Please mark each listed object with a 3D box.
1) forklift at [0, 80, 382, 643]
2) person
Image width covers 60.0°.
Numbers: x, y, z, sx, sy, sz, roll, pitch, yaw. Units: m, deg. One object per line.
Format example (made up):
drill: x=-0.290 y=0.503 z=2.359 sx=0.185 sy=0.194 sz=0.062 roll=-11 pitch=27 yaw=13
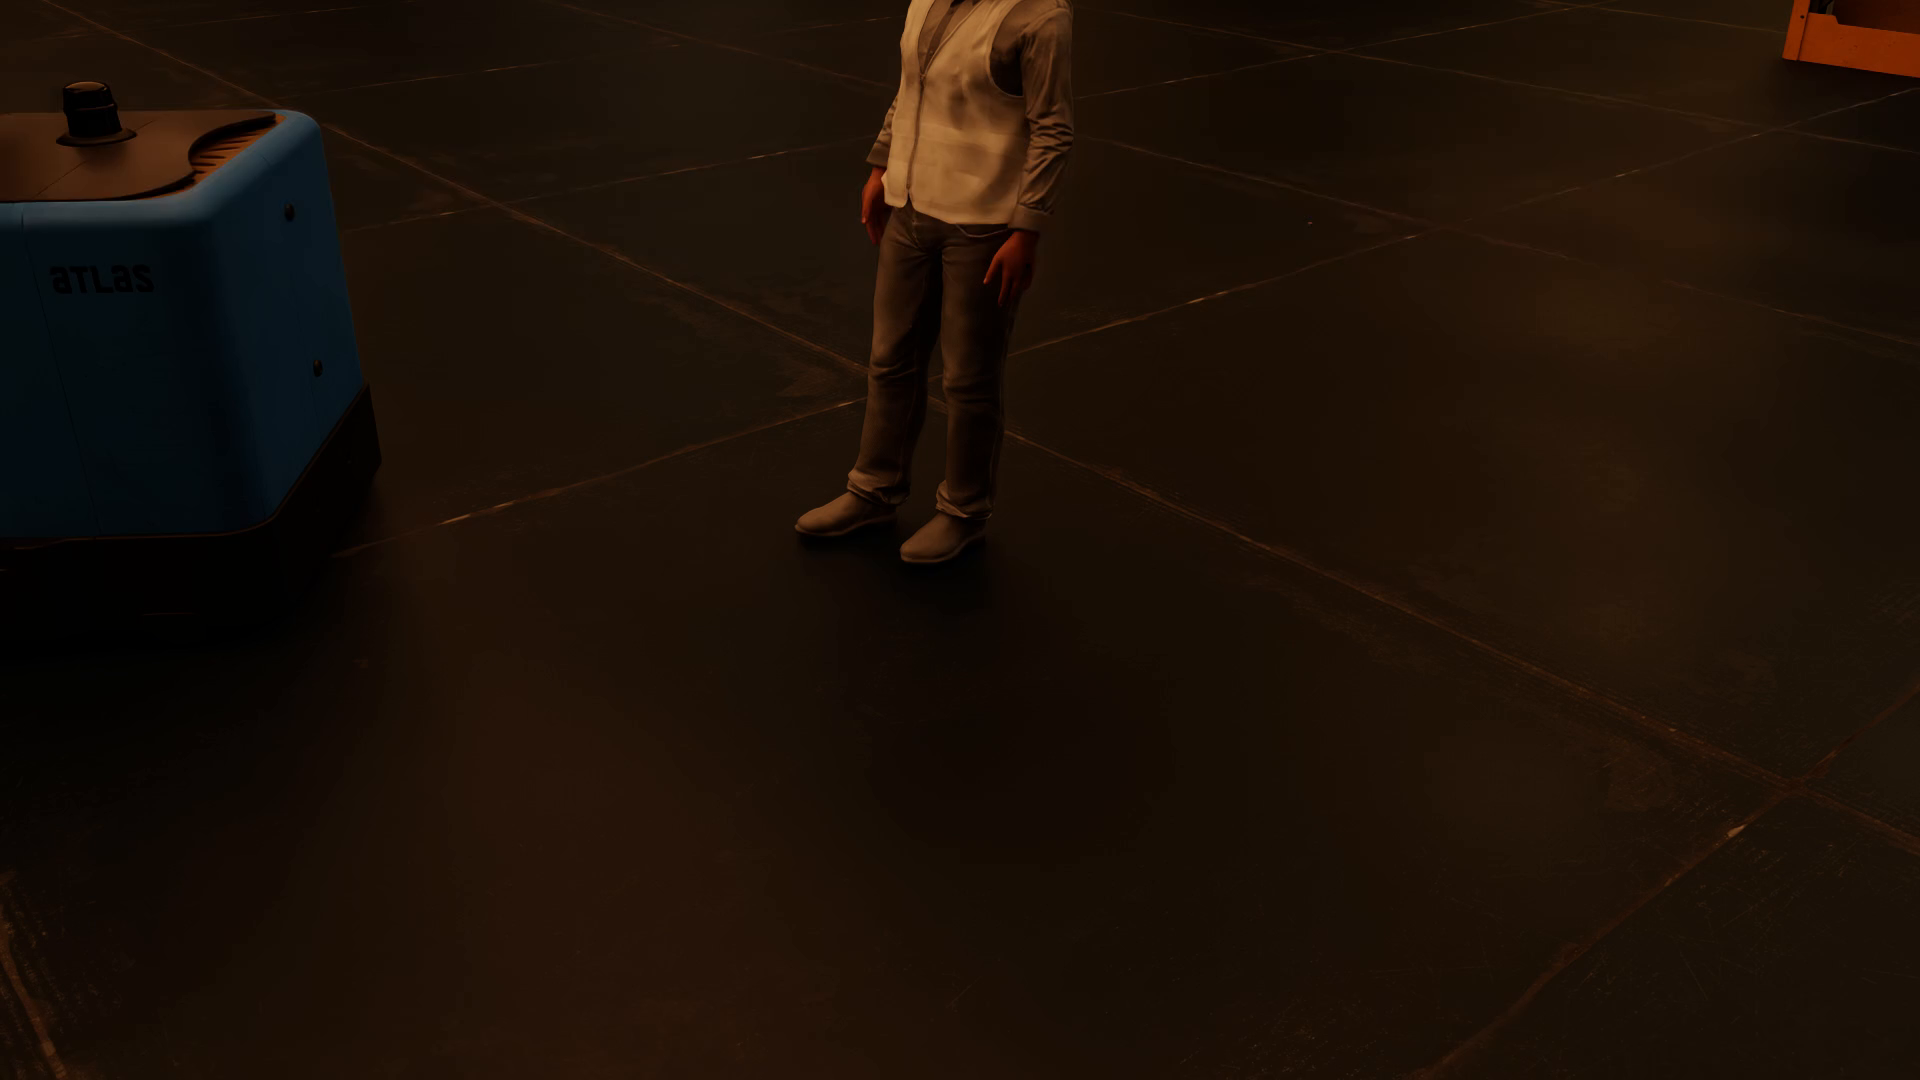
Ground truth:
forklift: x=-3.148 y=-1.237 z=3.696 sx=3.031 sy=2.935 sz=1.130 roll=-2 pitch=26 yaw=-3
person: x=-0.053 y=-0.786 z=4.072 sx=0.565 sy=1.775 sz=0.634 roll=-20 pitch=33 yaw=-35
